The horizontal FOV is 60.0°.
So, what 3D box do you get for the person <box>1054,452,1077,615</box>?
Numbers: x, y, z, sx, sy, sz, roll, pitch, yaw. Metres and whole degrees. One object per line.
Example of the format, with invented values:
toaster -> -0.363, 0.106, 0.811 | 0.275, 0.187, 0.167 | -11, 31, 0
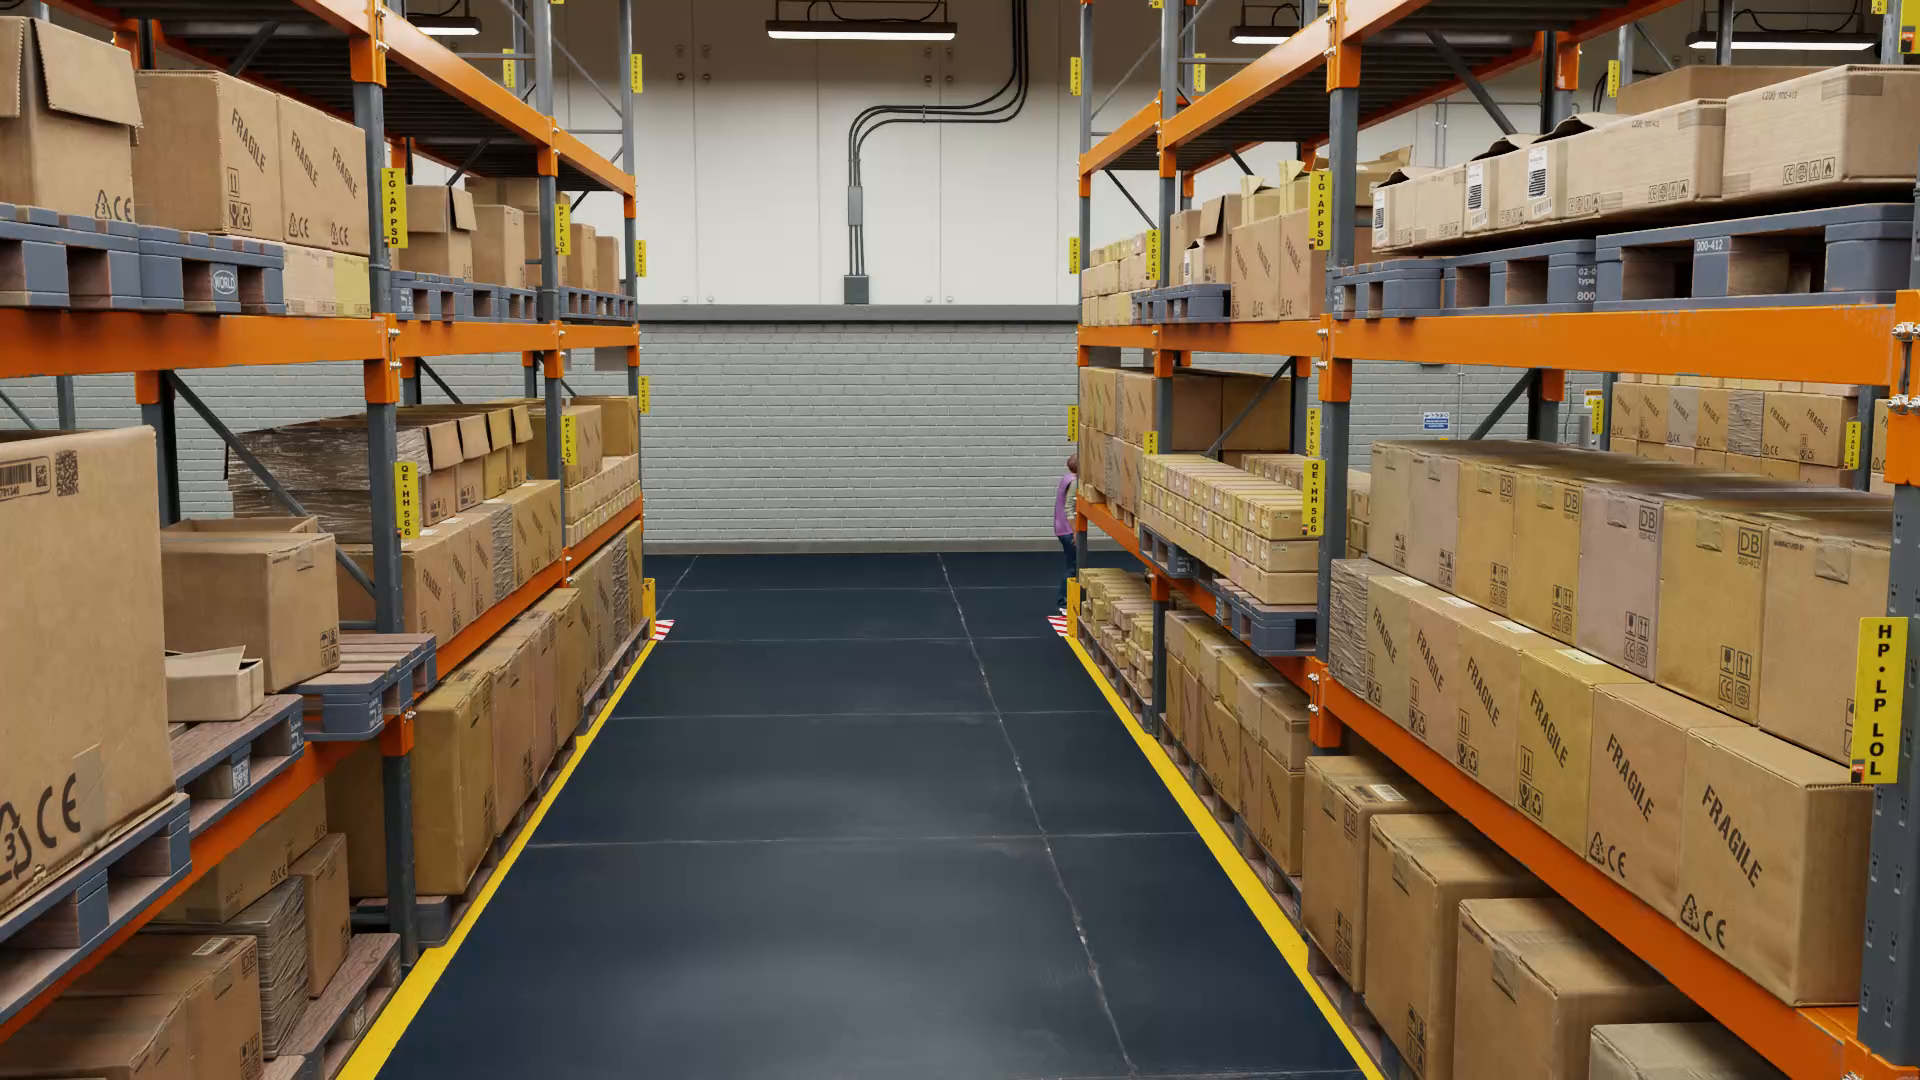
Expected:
person -> 1.098, -0.063, 16.314 | 0.348, 1.591, 0.459 | 0, 7, 0
